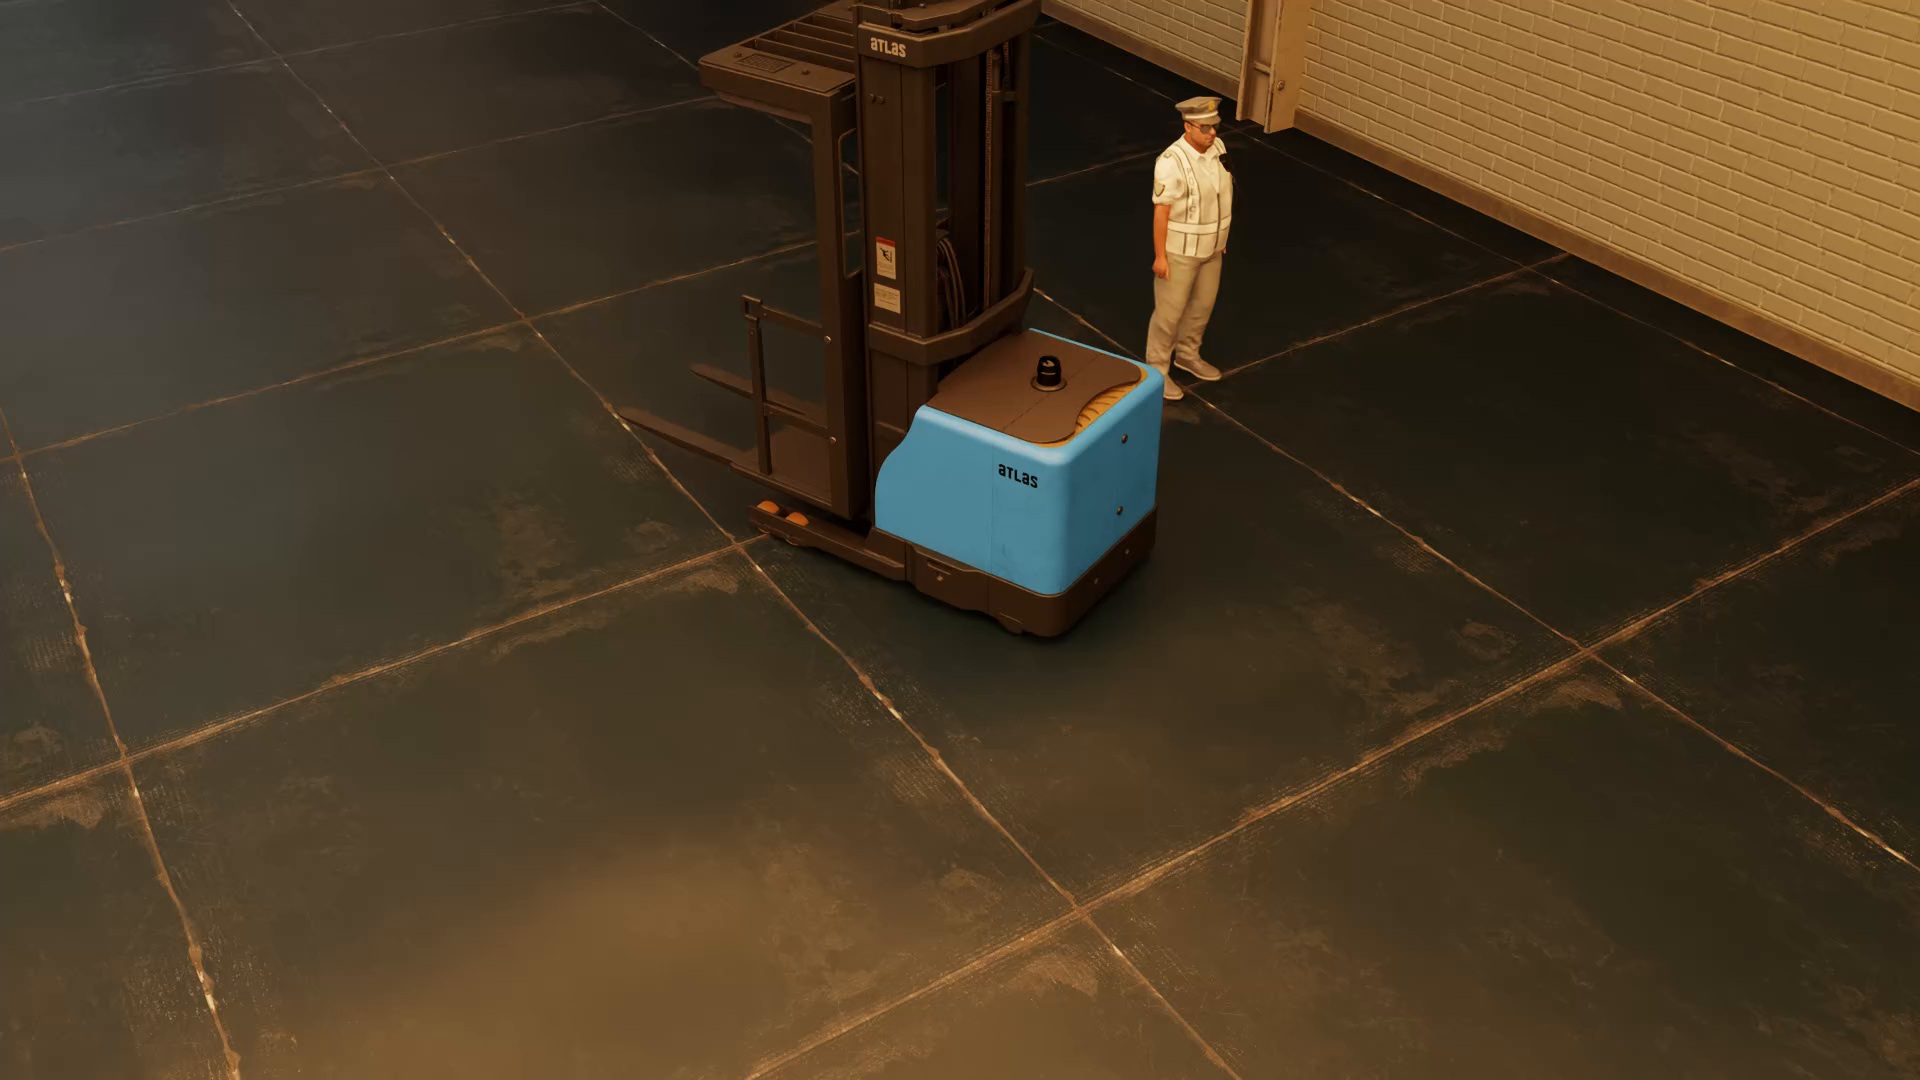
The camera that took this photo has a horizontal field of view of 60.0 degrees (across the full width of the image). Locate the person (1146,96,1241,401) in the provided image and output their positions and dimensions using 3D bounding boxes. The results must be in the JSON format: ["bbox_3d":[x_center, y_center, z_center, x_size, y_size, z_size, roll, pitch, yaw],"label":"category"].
[{"bbox_3d":[1.343,-1.698,9.576,0.544,1.771,0.369,-27,43,-33],"label":"person"}]

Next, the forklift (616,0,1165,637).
[{"bbox_3d":[-0.500,-1.399,8.138,3.031,2.935,1.130,22,41,28],"label":"forklift"}]
